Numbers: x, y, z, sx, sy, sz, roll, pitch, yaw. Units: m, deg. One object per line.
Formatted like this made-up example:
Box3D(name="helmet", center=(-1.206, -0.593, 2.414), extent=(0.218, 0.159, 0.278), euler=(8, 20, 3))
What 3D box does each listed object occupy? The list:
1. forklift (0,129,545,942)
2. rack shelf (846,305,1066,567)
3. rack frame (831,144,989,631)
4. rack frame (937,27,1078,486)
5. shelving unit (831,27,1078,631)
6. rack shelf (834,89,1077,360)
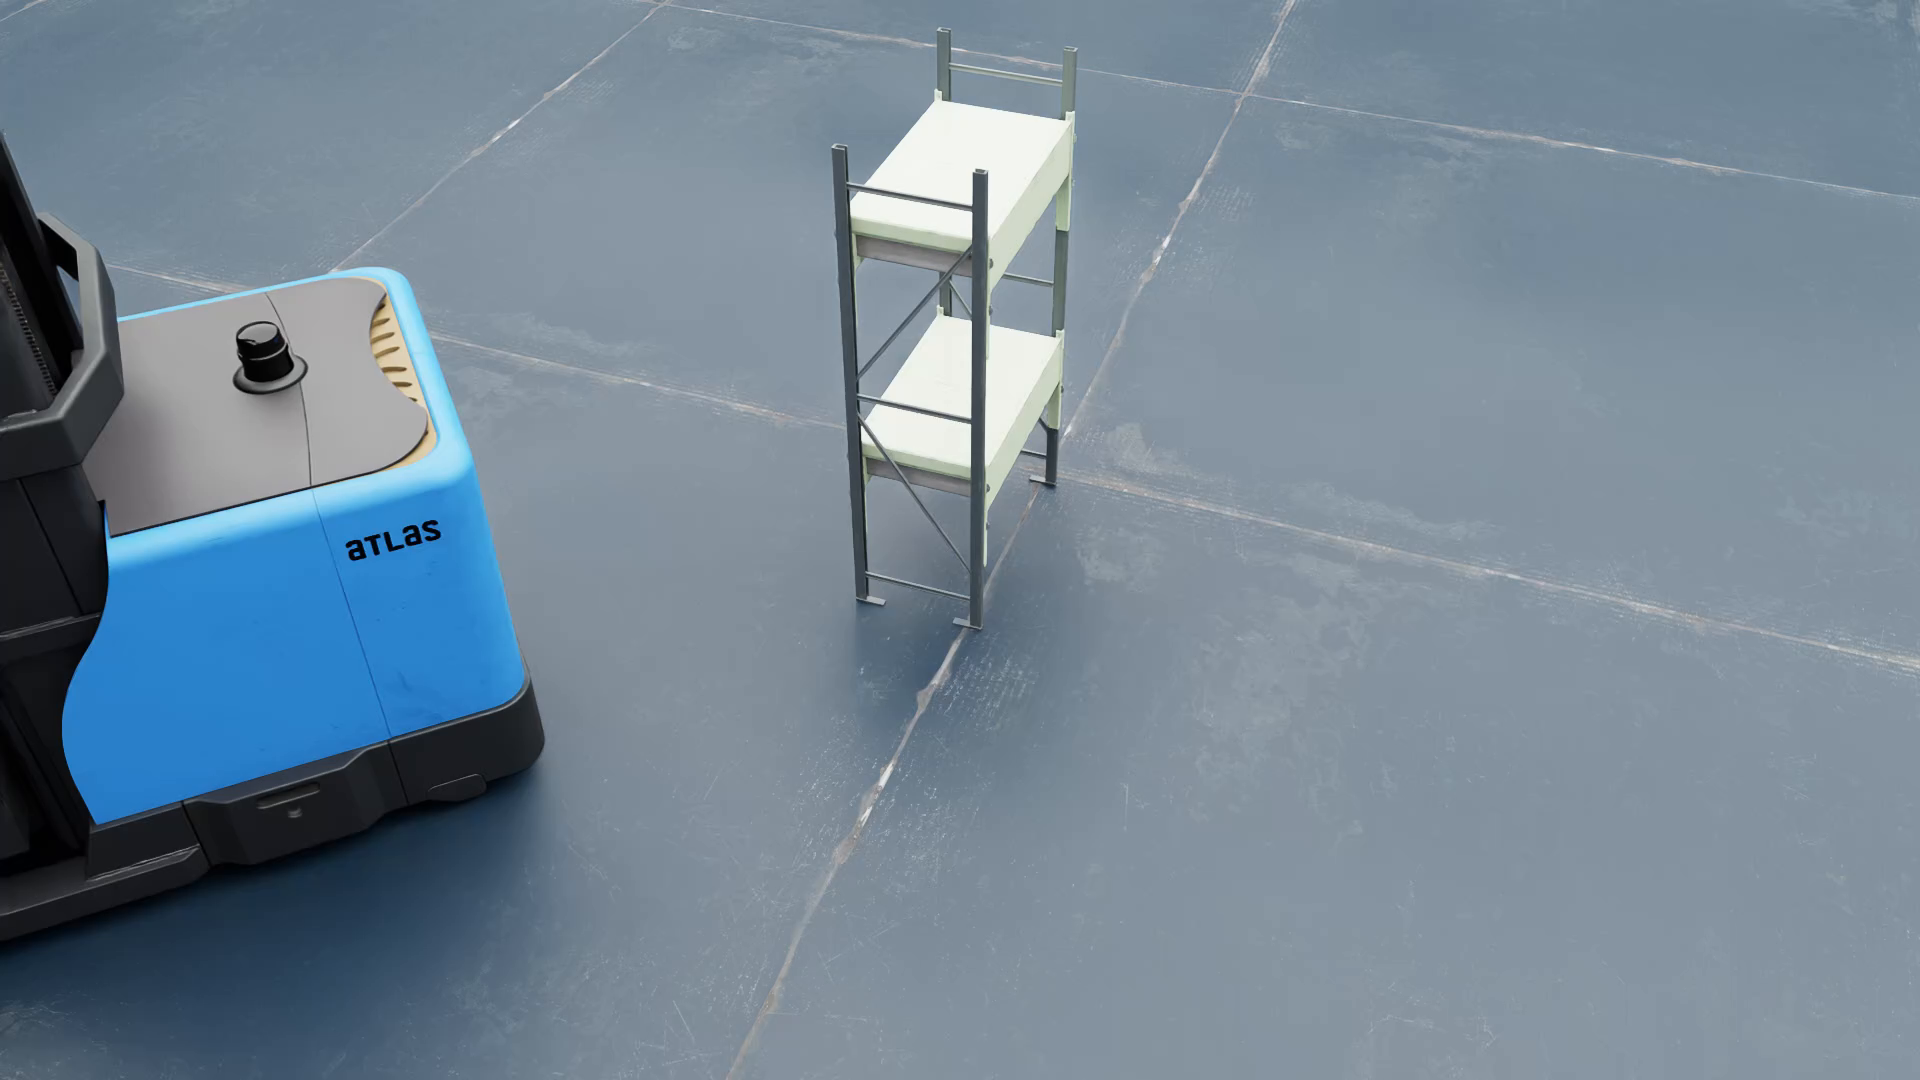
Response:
Box3D(name="forklift", center=(-2.685, -0.380, 3.437), extent=(3.031, 2.935, 1.130), euler=(-16, 43, -18))
Box3D(name="rack shelf", center=(0.002, -0.327, 4.980), extent=(0.431, 0.370, 0.720), euler=(13, 42, 15))
Box3D(name="rack frame", center=(-0.123, -0.351, 4.506), extent=(0.400, 1.500, 0.023), euler=(13, 42, 15))
Box3D(name="rack frame", center=(0.127, -0.798, 5.030), extent=(0.400, 1.500, 0.023), euler=(13, 42, 15))
Box3D(name="shelving unit", center=(0.002, -0.575, 4.768), extent=(0.431, 1.500, 0.755), euler=(13, 42, 15))
Box3D(name="rack shelf", center=(0.002, -0.872, 4.515), extent=(0.431, 0.370, 0.720), euler=(13, 42, 15))
